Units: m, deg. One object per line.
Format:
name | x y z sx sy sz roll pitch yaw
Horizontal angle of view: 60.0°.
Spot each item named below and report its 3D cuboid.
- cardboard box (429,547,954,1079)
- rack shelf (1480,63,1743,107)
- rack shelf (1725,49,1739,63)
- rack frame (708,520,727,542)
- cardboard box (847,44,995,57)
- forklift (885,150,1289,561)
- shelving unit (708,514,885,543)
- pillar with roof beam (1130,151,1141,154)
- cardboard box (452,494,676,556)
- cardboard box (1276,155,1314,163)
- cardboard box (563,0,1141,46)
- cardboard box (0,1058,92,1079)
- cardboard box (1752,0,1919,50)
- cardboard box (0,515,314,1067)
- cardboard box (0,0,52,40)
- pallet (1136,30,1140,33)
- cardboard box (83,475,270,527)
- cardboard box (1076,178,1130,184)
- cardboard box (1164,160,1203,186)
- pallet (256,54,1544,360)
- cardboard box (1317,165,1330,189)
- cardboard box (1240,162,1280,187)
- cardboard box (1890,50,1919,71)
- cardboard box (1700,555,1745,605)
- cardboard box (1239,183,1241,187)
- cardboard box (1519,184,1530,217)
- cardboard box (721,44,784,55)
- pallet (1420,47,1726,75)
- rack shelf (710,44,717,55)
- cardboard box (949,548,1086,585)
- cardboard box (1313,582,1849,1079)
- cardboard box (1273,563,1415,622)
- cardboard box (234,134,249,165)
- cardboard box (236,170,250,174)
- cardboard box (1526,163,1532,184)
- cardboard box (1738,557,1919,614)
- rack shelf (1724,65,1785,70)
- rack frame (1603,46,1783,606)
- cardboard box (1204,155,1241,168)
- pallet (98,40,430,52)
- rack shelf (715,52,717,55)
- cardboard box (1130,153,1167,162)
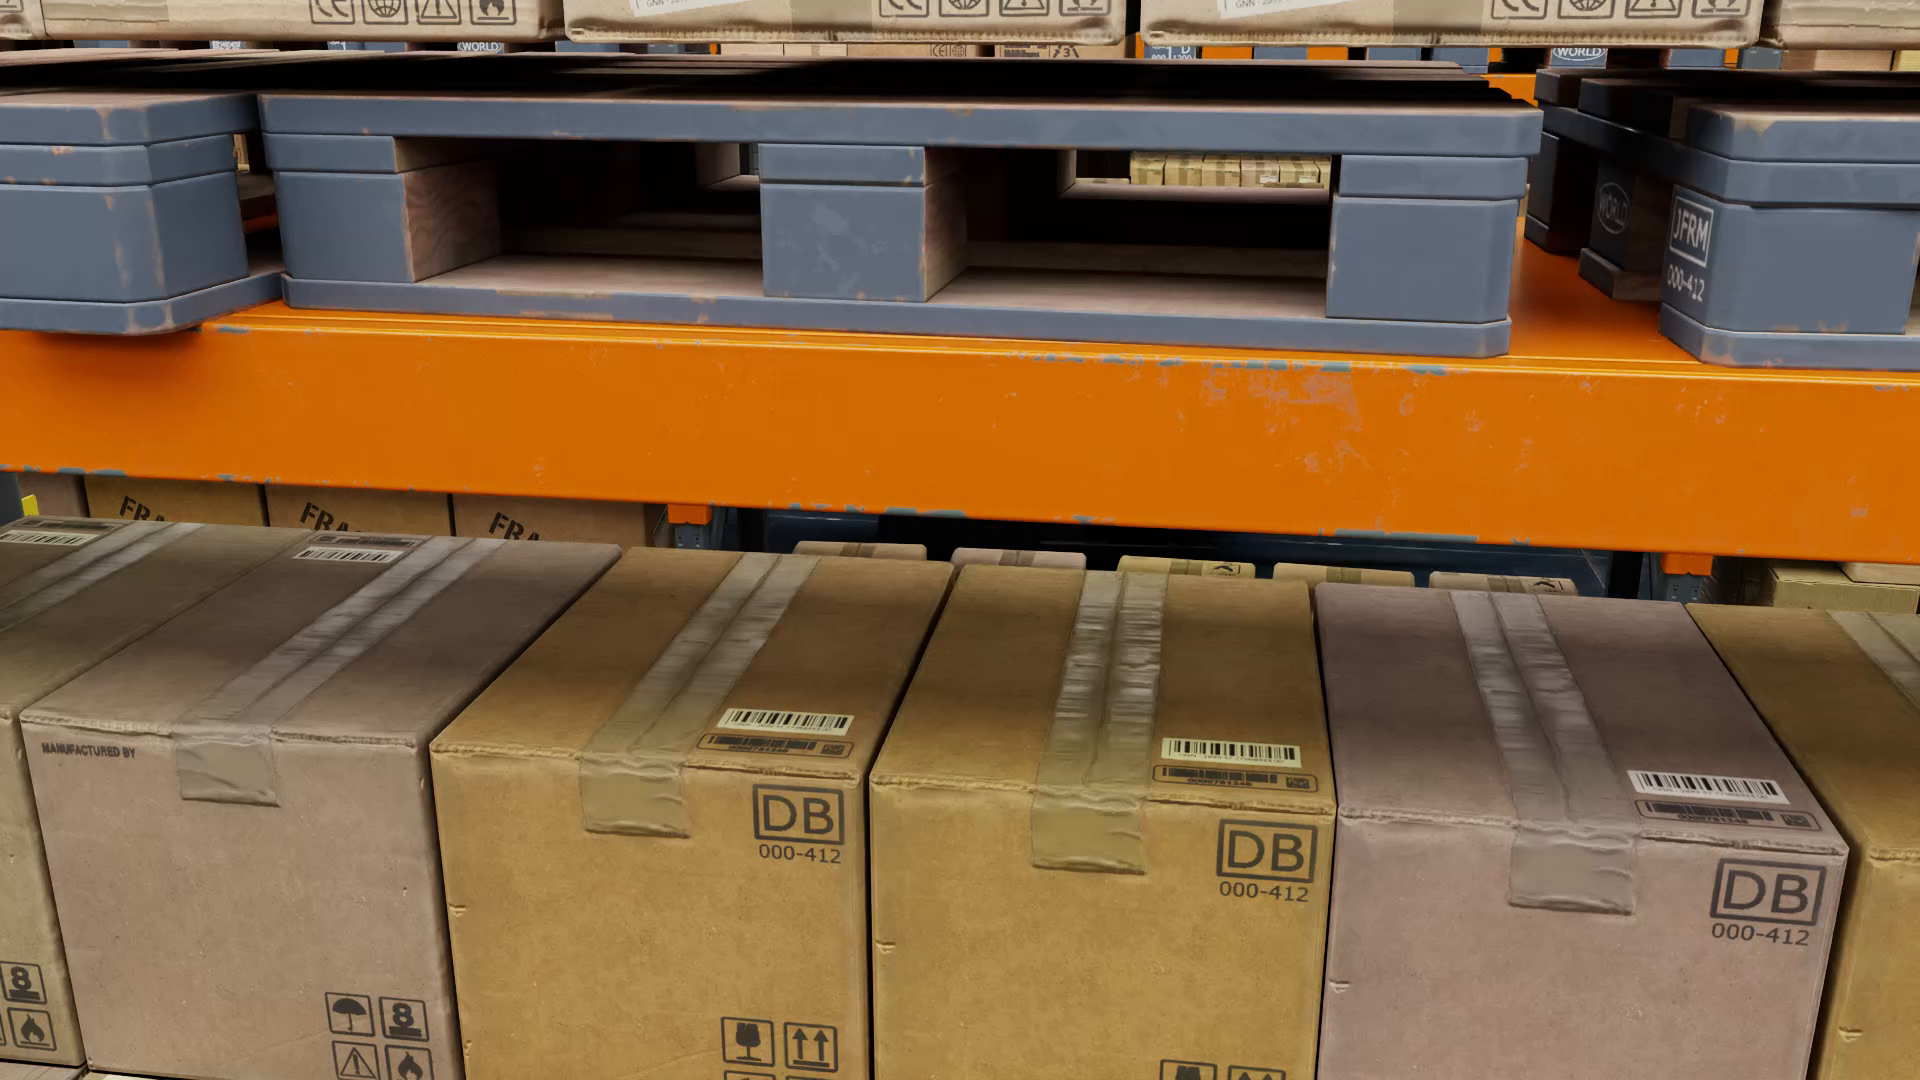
cardboard box | -0.305 0.366 2.249 0.500 0.500 0.700 3 19 8
rack shelf | 0.907 -1.725 6.638 4.000 0.370 1.077 3 19 9
rack shelf | 5.640 -3.079 10.685 4.000 0.370 1.077 3 19 9
rack frame | -1.446 -0.729 9.617 0.032 1.500 0.500 1 19 4
cardboard box | -0.134 -2.164 6.657 0.500 0.500 0.700 3 19 9
forklift | 1.116 -1.379 9.306 3.031 2.935 1.130 1 19 4
shelving unit | -0.939 -0.717 9.582 1.048 1.500 0.538 1 19 4
pillar with roof beam | 0.463 -4.013 7.614 0.400 9.000 9.100 3 19 9
cardboard box | -1.737 0.003 7.753 0.875 0.875 0.875 3 19 8
cardboard box | 2.352 -2.608 11.690 0.250 0.149 0.380 3 19 9
cardboard box | -0.072 -0.659 1.639 0.500 0.311 0.500 3 19 8
cardboard box | -1.353 0.871 2.314 0.500 0.500 0.500 3 19 9
cardboard box | 0.942 -0.578 1.494 0.500 0.250 0.500 3 19 8
cardboard box | -1.312 0.316 2.399 0.500 0.500 0.700 3 19 8
cardboard box | -1.074 -0.710 1.792 0.500 0.311 0.500 3 19 9
pallet | 1.504 -3.571 11.319 1.213 0.211 1.003 4 19 11
cardboard box | -3.499 -0.088 8.026 0.875 0.875 0.875 3 19 10
cardboard box | 0.592 -1.446 7.086 0.250 0.149 0.380 2 19 6
cardboard box | 1.532 -2.502 11.373 0.250 0.149 0.380 3 19 9
pallet | -0.005 -0.450 1.992 1.213 0.211 1.003 4 19 11
cardboard box | 2.521 -2.409 11.095 0.250 0.149 0.380 2 19 7
cardboard box | 2.026 -2.456 11.236 0.250 0.149 0.380 3 19 9
cardboard box | 3.400 -1.722 5.892 0.250 0.149 0.380 3 19 9
cardboard box | 3.508 0.152 7.112 0.500 0.500 0.500 3 19 8
cardboard box | 2.127 -2.260 11.279 0.500 0.250 0.500 3 19 10
cardboard box | 2.473 -1.373 6.868 0.250 0.149 0.380 3 19 8
cardboard box | -0.784 -1.979 6.658 0.250 0.149 0.380 3 19 9
pallet | 2.289 -1.941 6.445 1.003 0.211 1.213 3 19 9
rack shelf | -2.259 -3.482 11.888 4.000 0.370 1.077 3 19 9
cardboard box | 0.218 0.369 7.453 0.625 0.372 0.950 3 19 8
cardboard box | 0.698 0.417 2.096 0.500 0.500 0.700 3 19 9
cardboard box | 1.653 0.443 7.231 0.625 0.372 0.950 4 19 12
cardboard box | -5.662 -3.085 12.881 0.500 0.500 0.500 2 19 7
cardboard box | -3.013 -1.447 7.666 0.500 0.500 0.500 3 19 10
cardboard box | 4.023 -2.518 11.420 0.250 0.149 0.380 3 19 8
cardboard box | 3.421 0.320 6.608 0.500 0.500 0.500 4 19 11
rack shelf | 4.856 -1.524 6.036 4.000 0.370 1.077 3 19 9
rack frame | 2.881 -0.543 6.699 0.127 3.000 1.000 3 19 9
cardboard box | 1.854 -2.630 11.755 0.250 0.149 0.380 3 19 9
pallet | -2.817 -2.149 7.067 1.213 0.211 1.003 4 19 11
rack shelf | -3.043 -1.926 7.240 4.000 0.370 1.077 3 19 9
cardboard box | 1.350 -2.677 11.897 0.250 0.149 0.380 3 19 8
